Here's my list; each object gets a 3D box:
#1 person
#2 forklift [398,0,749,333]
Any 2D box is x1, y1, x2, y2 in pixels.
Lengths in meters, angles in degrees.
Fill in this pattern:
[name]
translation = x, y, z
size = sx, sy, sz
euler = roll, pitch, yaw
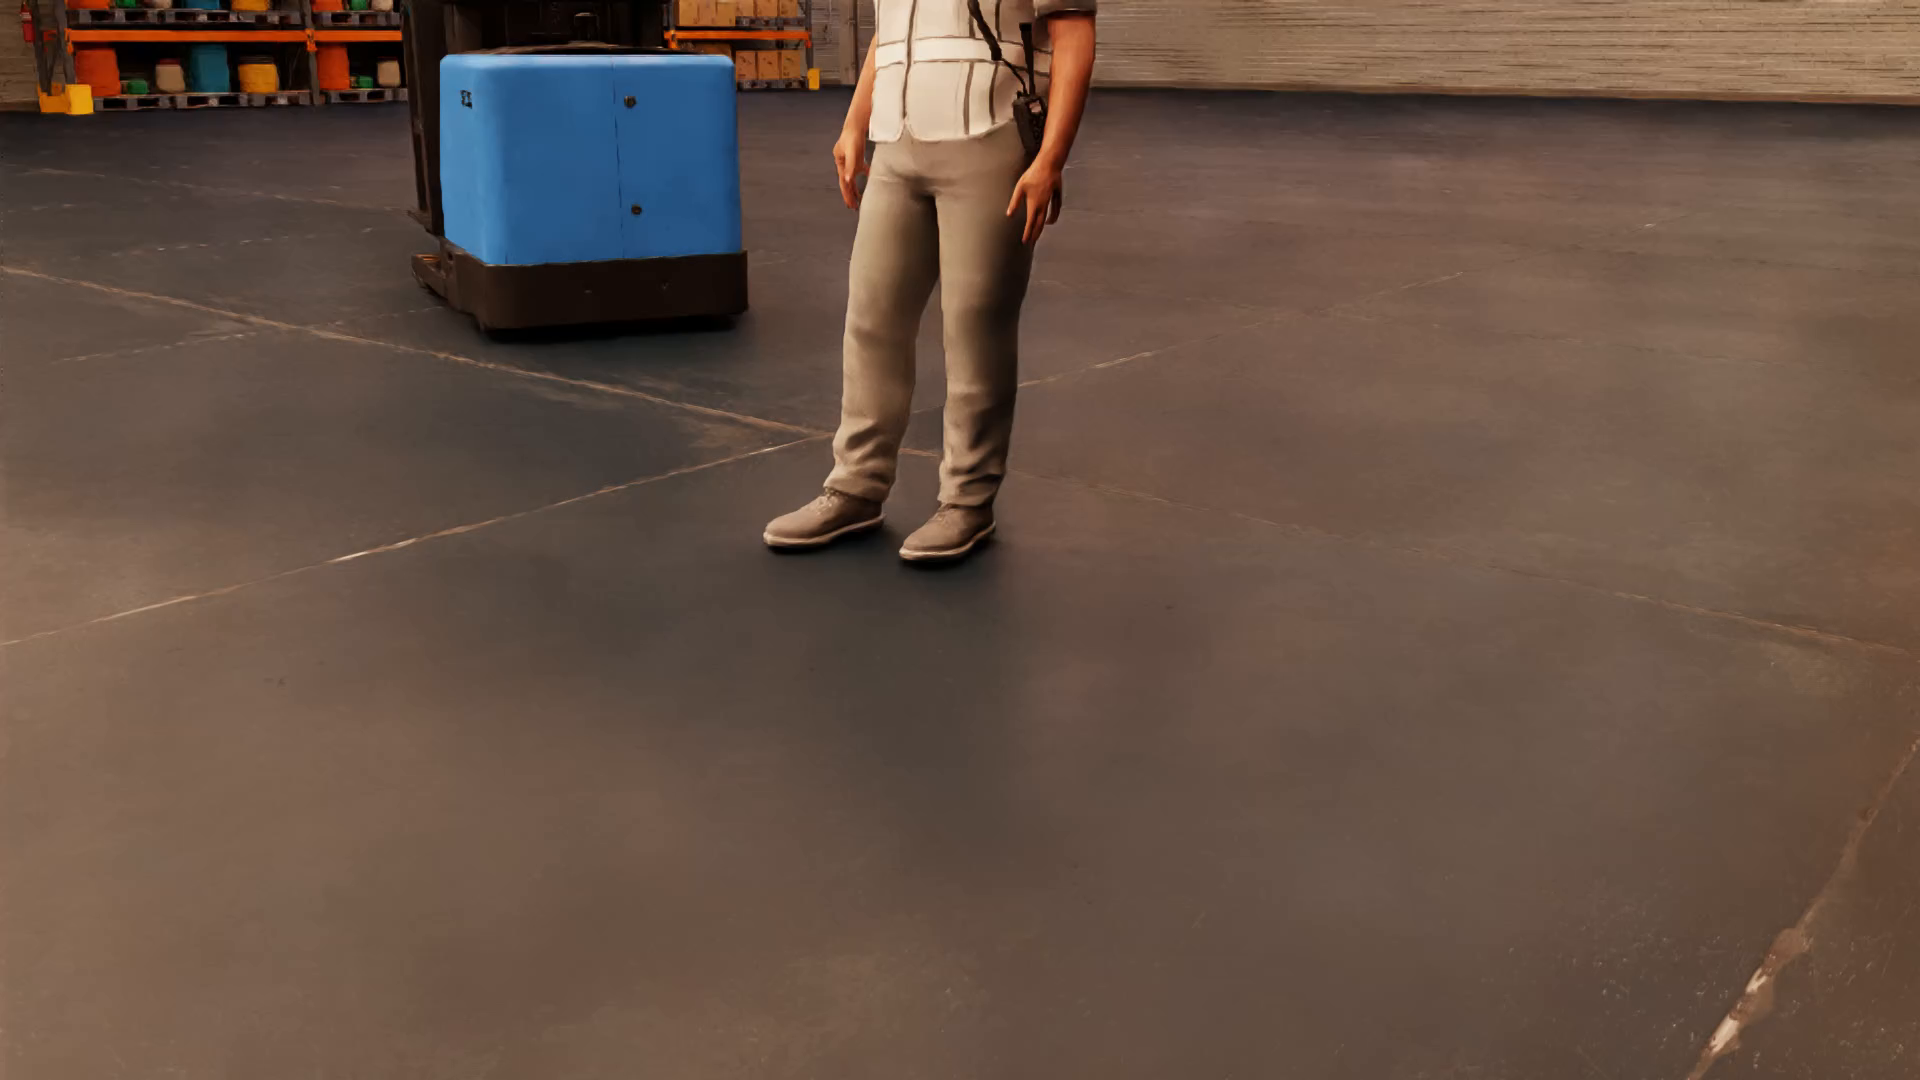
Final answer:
[person]
translation = -0.059, -0.844, 3.631
size = 0.640, 1.778, 0.574
euler = 13, 21, 37
[forklift]
translation = -1.956, -2.596, 7.446
size = 1.130, 2.935, 3.031
euler = -8, 19, -24
